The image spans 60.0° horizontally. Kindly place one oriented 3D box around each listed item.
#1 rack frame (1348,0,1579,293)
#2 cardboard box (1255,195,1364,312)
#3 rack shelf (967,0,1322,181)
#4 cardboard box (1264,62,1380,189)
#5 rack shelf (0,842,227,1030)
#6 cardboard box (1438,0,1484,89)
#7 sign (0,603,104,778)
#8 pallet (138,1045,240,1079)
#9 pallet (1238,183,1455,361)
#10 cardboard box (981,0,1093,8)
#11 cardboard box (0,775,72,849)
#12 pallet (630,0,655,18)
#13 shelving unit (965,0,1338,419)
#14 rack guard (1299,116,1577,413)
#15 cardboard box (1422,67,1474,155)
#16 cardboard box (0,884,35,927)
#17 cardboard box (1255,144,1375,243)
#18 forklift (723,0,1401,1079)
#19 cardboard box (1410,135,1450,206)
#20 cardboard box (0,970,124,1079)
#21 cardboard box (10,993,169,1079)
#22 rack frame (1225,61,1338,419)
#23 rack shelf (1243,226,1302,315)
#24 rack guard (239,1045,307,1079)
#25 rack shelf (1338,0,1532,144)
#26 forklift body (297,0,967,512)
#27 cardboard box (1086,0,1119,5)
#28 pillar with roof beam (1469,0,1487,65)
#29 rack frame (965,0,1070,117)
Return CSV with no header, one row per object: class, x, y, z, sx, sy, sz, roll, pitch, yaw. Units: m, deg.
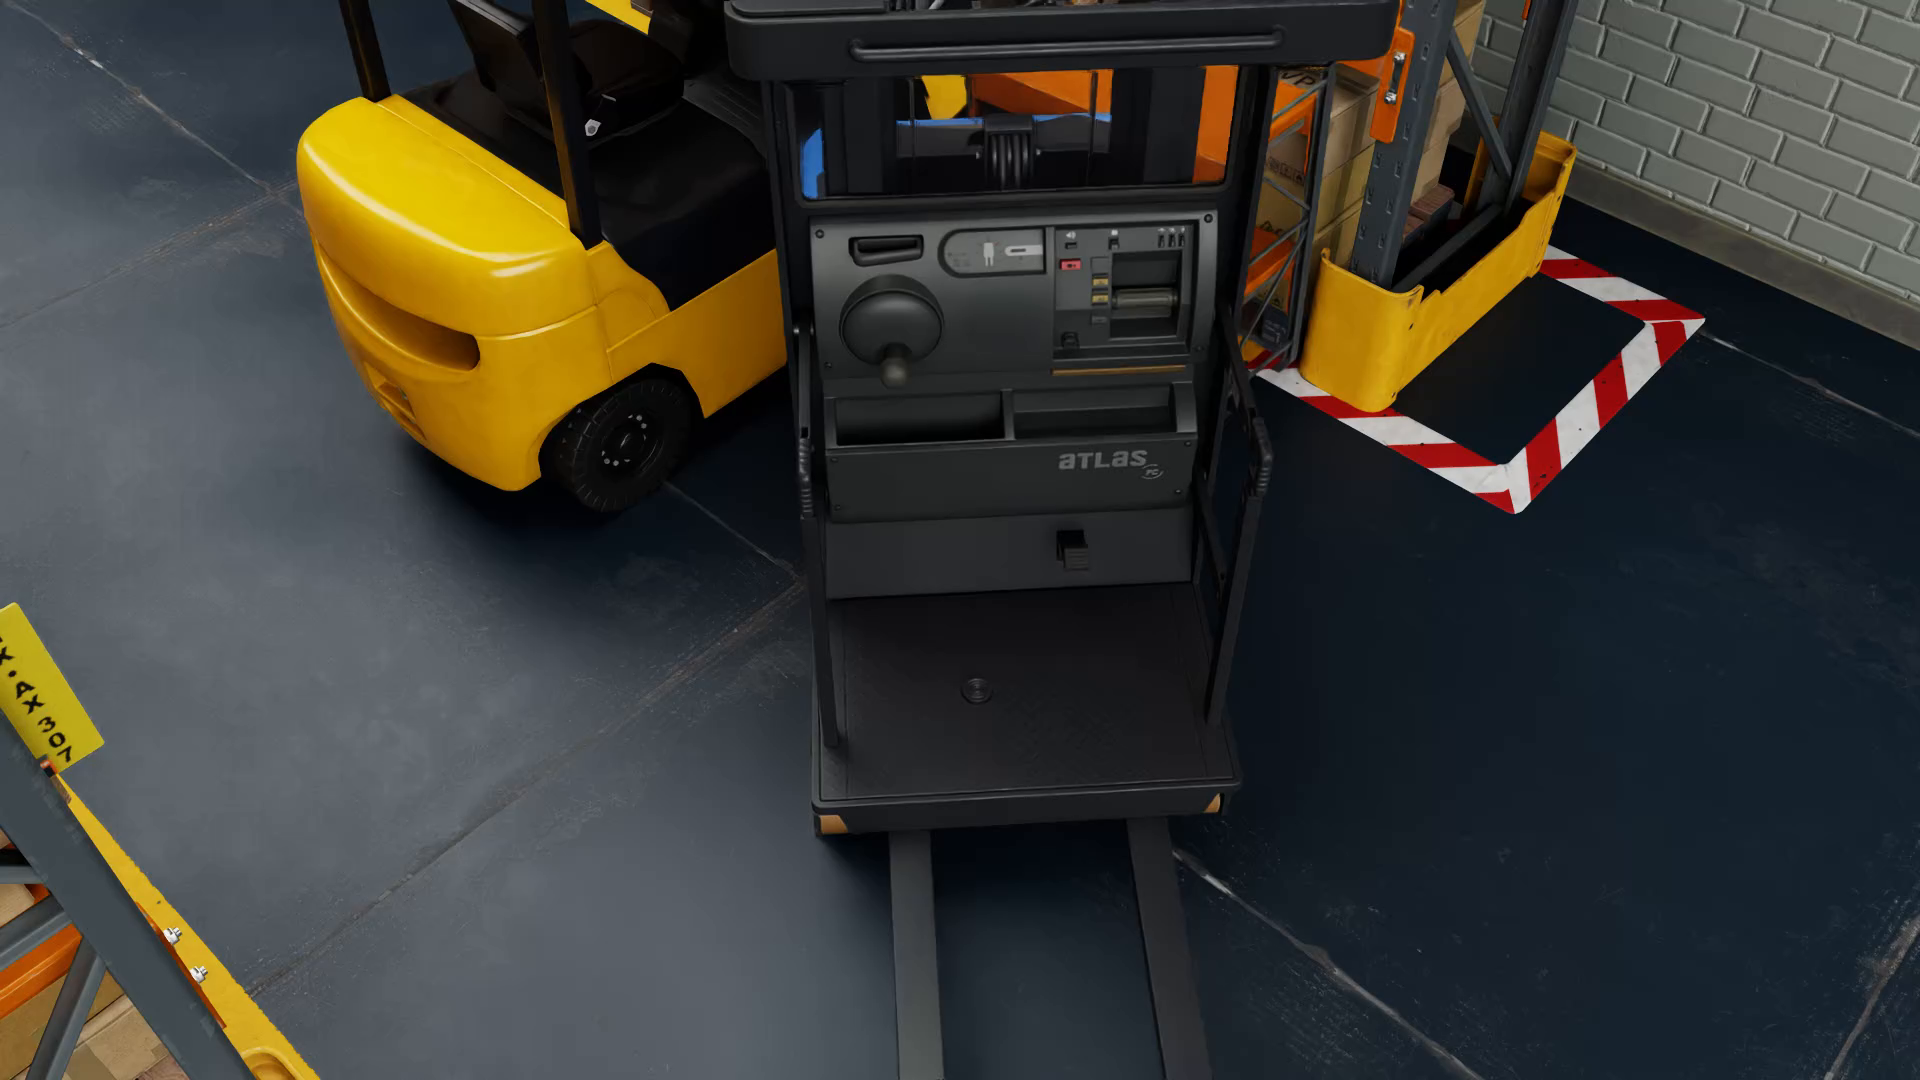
rack frame,1.659,-1.850,4.930,0.127,3.000,1.000,34,55,28
cardboard box,1.100,-1.116,5.838,0.500,0.250,0.500,34,56,28
rack shelf,0.573,-1.341,5.232,1.000,0.278,0.538,31,53,30
cardboard box,1.109,-1.455,5.471,0.500,0.250,0.500,36,56,29
rack shelf,-3.174,0.068,3.622,4.000,0.370,1.077,34,55,28
cardboard box,1.435,-1.734,5.733,0.500,0.250,0.500,33,55,27
sign,-1.337,0.224,2.388,0.005,0.325,0.100,34,55,28
pallet,-2.333,1.307,3.878,1.213,0.211,1.003,34,55,28
pallet,1.069,-1.251,6.280,1.213,0.211,1.003,34,55,28
cardboard box,0.353,-1.949,5.935,0.500,0.250,0.500,35,56,28
cardboard box,-1.864,0.292,2.646,0.500,0.500,0.500,33,55,27
pallet,-0.724,-2.458,7.413,1.213,0.211,1.003,34,55,28
shelving unit,0.582,-1.130,5.435,1.048,1.125,0.538,31,53,30
rack guard,1.677,-0.983,5.830,0.348,0.500,1.175,34,55,28
cardboard box,1.455,-1.567,5.919,0.500,0.250,0.500,35,56,28
cardboard box,-1.814,0.618,2.784,0.250,0.149,0.380,34,55,28
cardboard box,1.090,-1.297,5.665,0.500,0.250,0.500,33,55,27
forklift,0.142,-0.466,3.677,1.130,2.935,3.031,-3,47,-3
cardboard box,1.431,-1.400,6.105,0.500,0.250,0.500,34,56,28
cardboard box,-2.127,0.793,3.531,0.500,0.500,0.500,32,55,27
cardboard box,-2.110,1.061,3.794,0.500,0.250,0.500,33,55,27
rack frame,0.961,-0.904,5.183,0.032,1.125,0.500,31,53,30
rack shelf,0.589,-0.954,5.604,1.000,0.278,0.538,31,53,30
rack guard,-1.760,1.629,3.378,0.348,0.500,1.175,34,55,28
rack shelf,0.190,-2.593,6.120,4.000,0.370,1.077,34,55,28
forklift body,-0.971,-1.520,5.202,1.214,2.155,2.313,34,55,28
cardboard box,0.730,-1.705,5.705,0.500,0.250,0.500,35,56,28
pillar with roof beam,-1.161,-2.424,1.354,0.400,9.000,9.100,34,55,28
rack frame,0.202,-1.356,5.686,0.032,1.125,0.500,31,53,30
